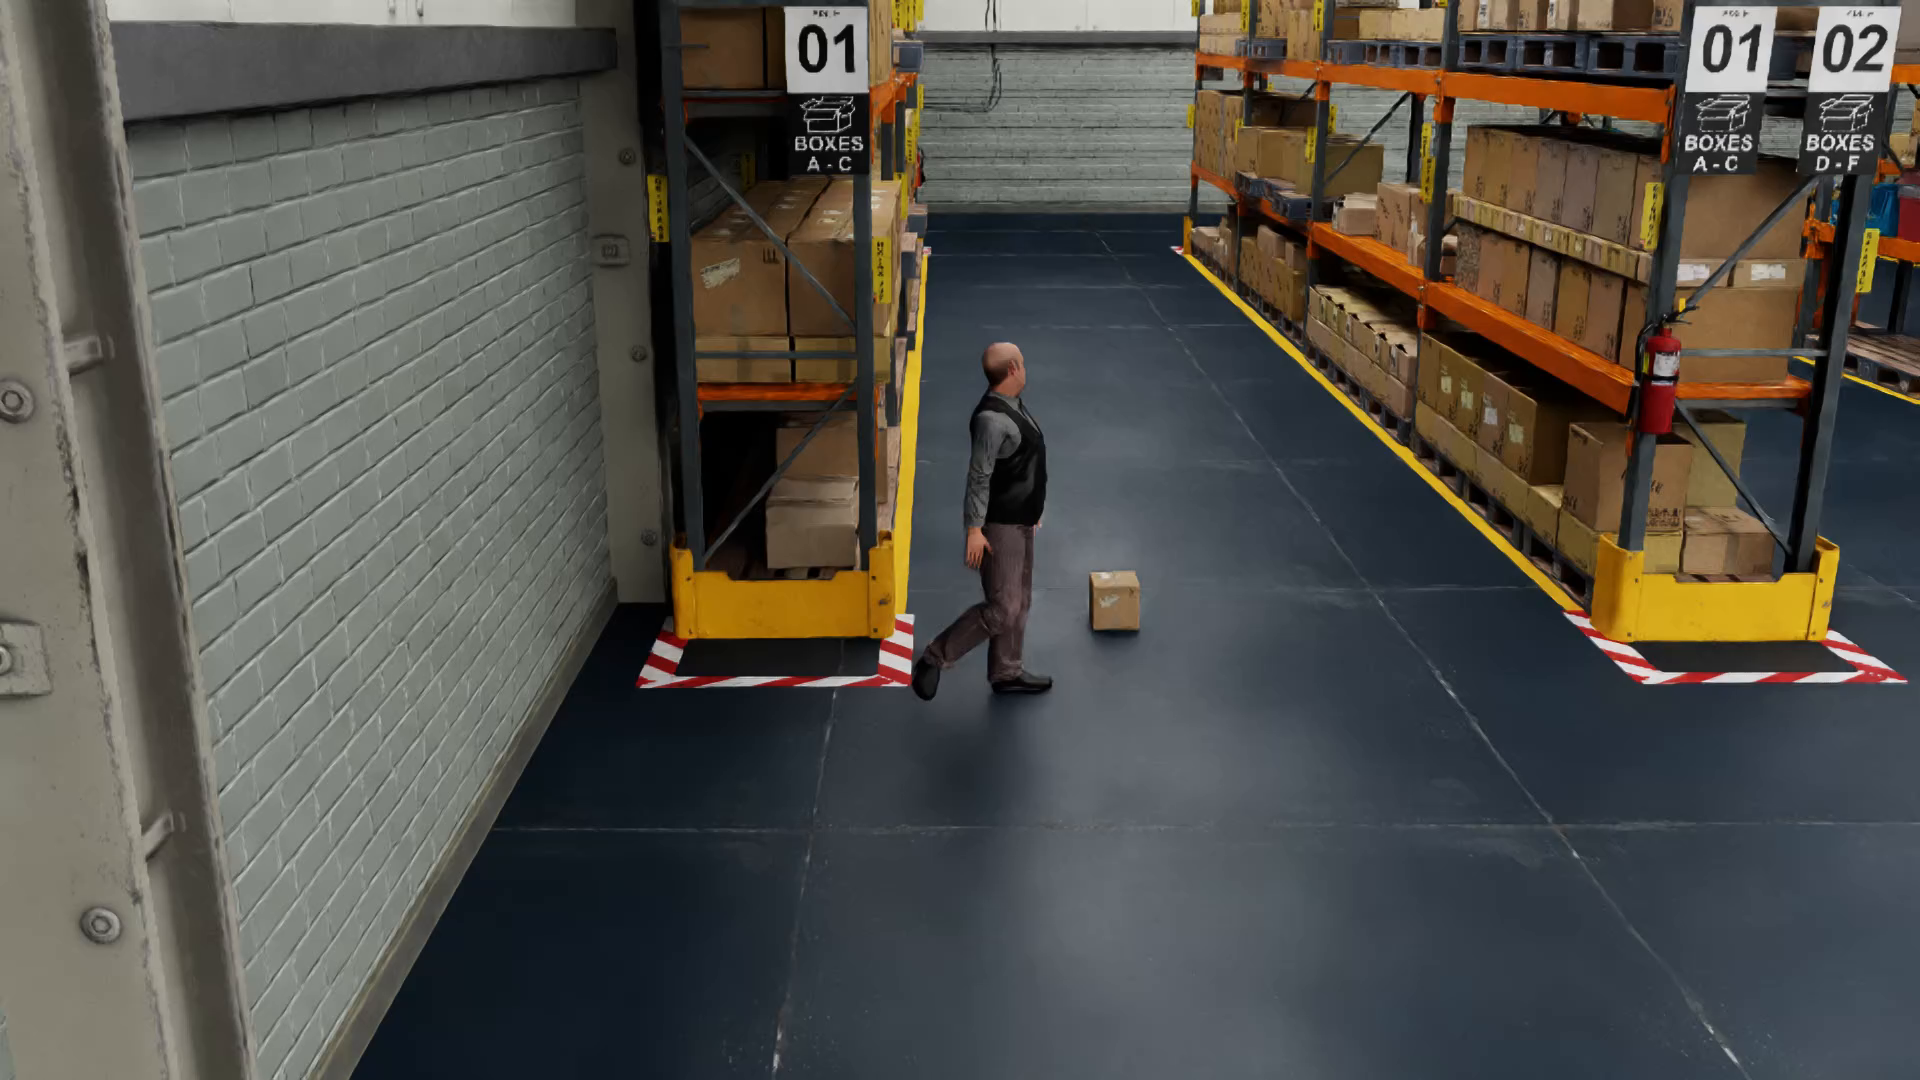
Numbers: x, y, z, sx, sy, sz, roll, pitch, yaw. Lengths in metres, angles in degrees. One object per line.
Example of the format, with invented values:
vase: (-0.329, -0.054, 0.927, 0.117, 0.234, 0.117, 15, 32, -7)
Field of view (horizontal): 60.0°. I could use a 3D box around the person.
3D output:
person: (0.118, -0.059, 7.788, 0.612, 1.721, 0.722, 3, 17, 10)
